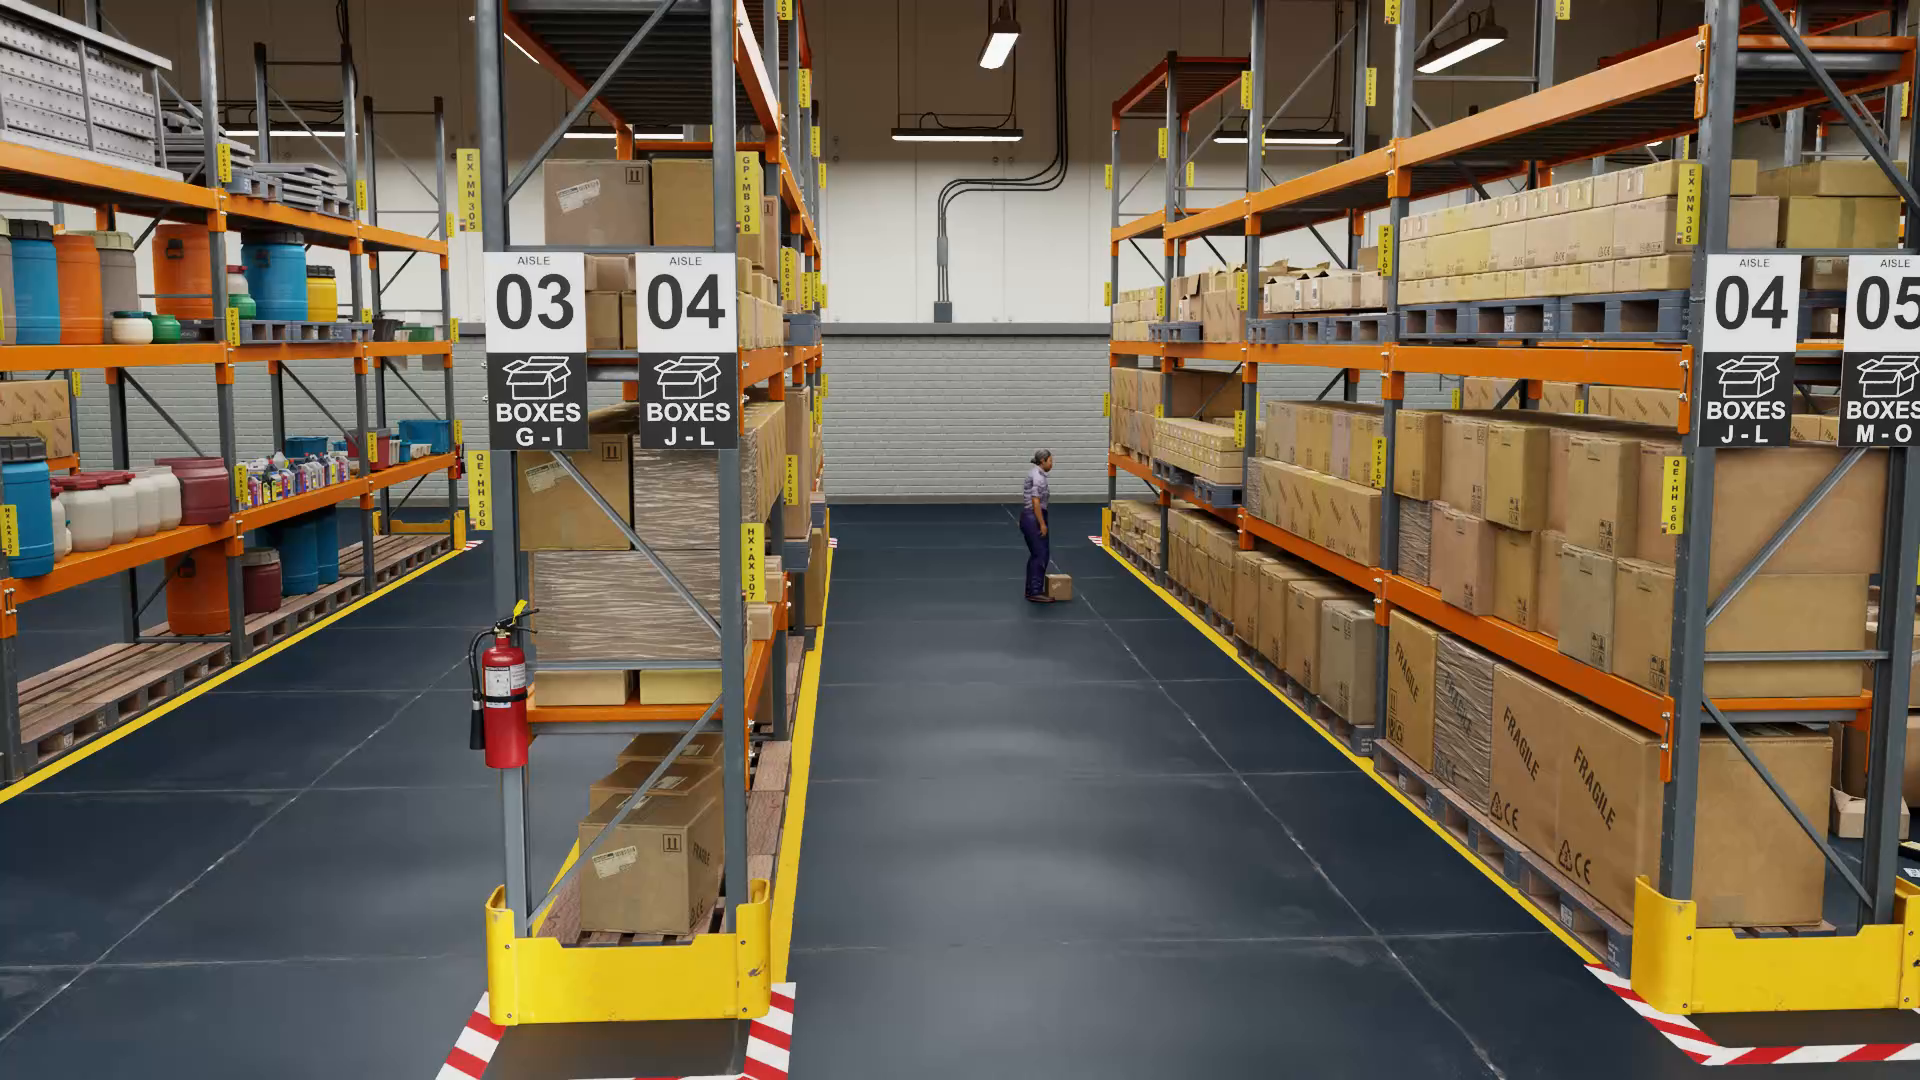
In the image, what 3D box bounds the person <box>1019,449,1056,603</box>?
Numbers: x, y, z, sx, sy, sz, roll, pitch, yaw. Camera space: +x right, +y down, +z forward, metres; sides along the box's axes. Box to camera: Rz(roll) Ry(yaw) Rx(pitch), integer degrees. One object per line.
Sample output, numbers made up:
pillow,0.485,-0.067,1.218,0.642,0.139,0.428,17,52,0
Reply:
person,0.843,-0.170,18.177,0.368,1.652,0.541,0,7,-4
